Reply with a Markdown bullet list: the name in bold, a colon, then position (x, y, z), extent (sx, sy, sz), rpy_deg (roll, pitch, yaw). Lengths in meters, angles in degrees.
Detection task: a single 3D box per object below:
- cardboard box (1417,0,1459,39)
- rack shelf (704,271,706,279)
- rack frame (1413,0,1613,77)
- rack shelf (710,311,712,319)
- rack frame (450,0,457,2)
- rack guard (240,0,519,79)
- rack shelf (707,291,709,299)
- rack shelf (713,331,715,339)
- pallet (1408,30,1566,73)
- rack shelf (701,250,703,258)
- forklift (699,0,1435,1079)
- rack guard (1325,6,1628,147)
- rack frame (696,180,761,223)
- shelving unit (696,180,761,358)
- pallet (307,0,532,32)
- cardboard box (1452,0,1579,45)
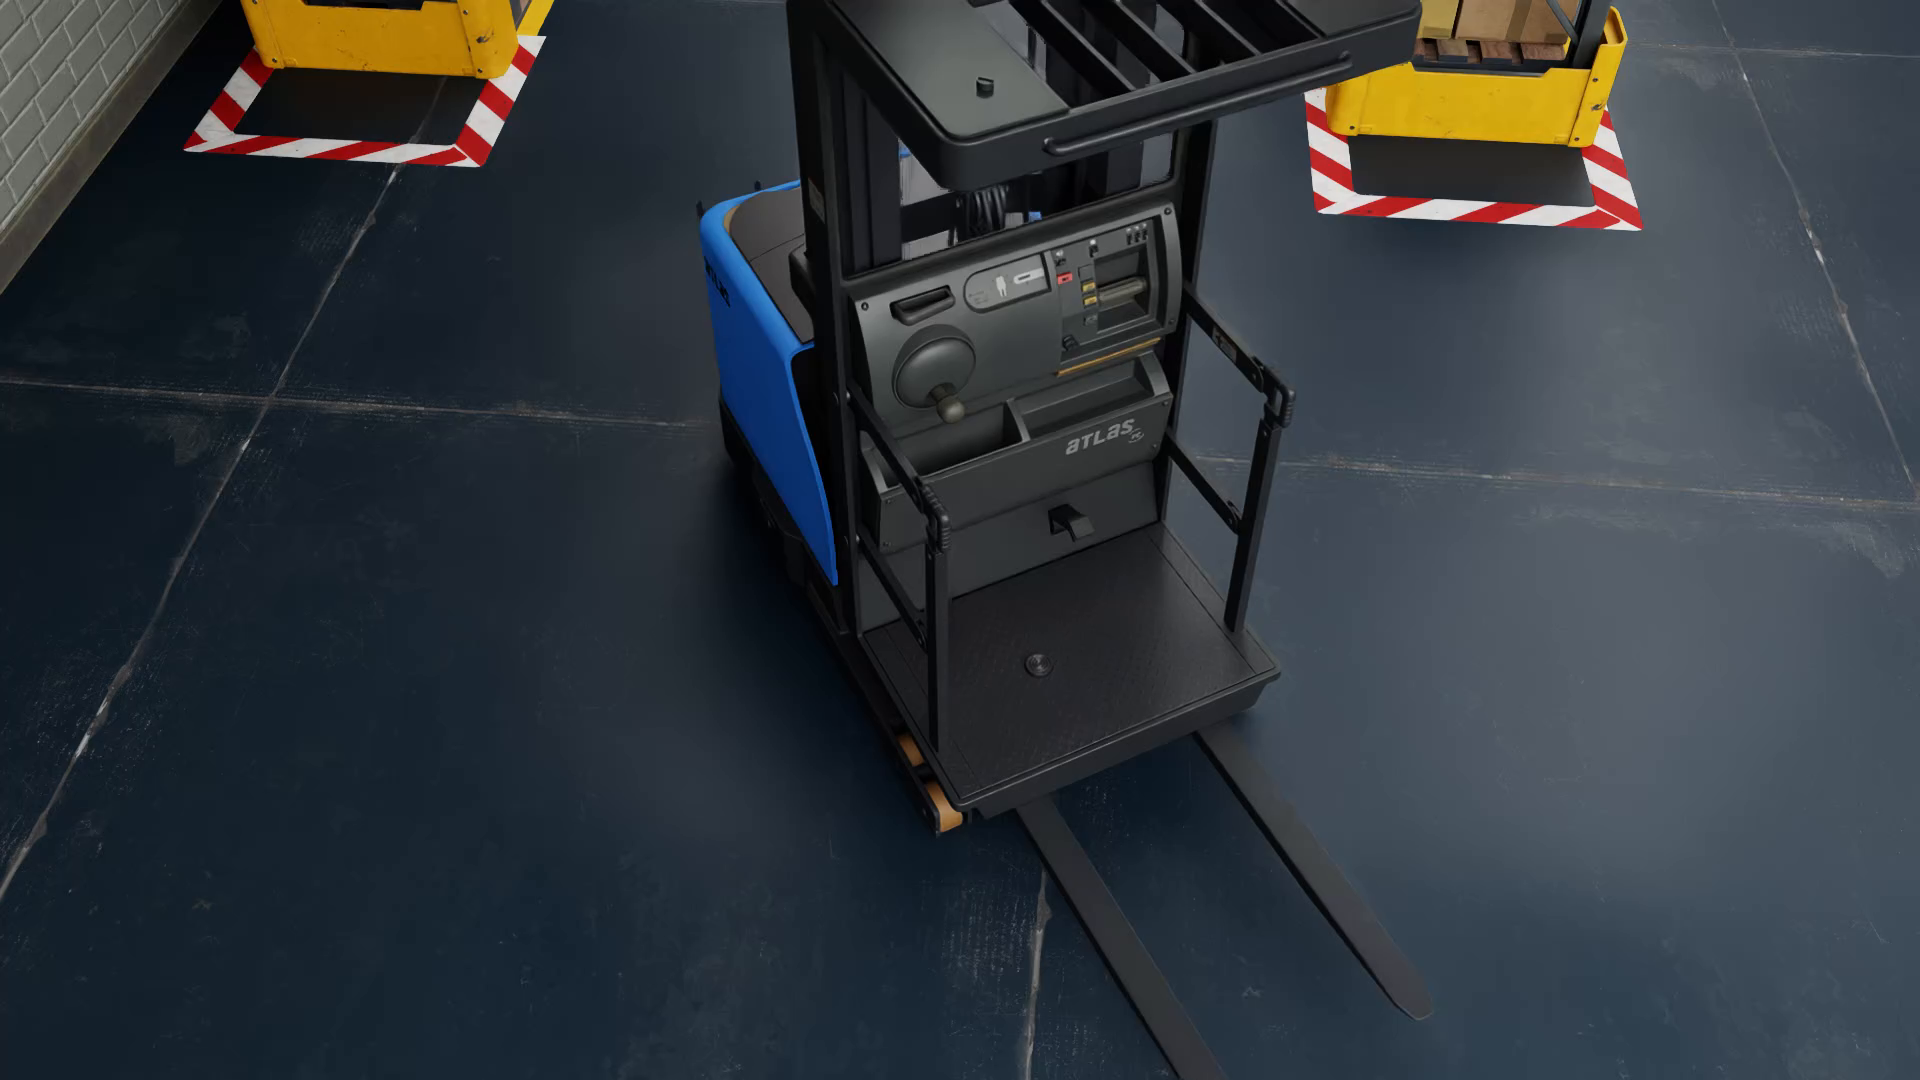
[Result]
- **cardboard box**: position (1.995, -2.551, 7.629), extent (0.500, 0.250, 0.500), rpy_deg (4, 48, 4)
- **rack shelf**: position (-0.726, -0.904, 5.767), extent (0.258, 0.077, 0.200), rpy_deg (-25, 52, -21)
- **rack frame**: position (2.241, -2.924, 6.391), extent (1.000, 3.000, 0.127), rpy_deg (4, 48, 4)
- **rack shelf**: position (-0.725, -0.782, 5.899), extent (0.258, 0.077, 0.200), rpy_deg (-25, 52, -21)
- **rack frame**: position (-2.693, -3.254, 6.693), extent (1.000, 3.000, 0.127), rpy_deg (4, 48, 4)
- **rack guard**: position (-2.686, -2.466, 7.667), extent (1.175, 0.500, 0.348), rpy_deg (4, 48, 4)
- **rack shelf**: position (-0.725, -0.843, 5.833), extent (0.258, 0.077, 0.200), rpy_deg (-25, 52, -21)
- **rack shelf**: position (-0.724, -0.721, 5.965), extent (0.258, 0.077, 0.200), rpy_deg (-25, 52, -21)
- **pallet**: position (2.269, -2.547, 7.937), extent (1.003, 0.211, 1.213), rpy_deg (4, 48, 4)
- **rack shelf**: position (-0.726, -0.966, 5.701), extent (0.258, 0.077, 0.200), rpy_deg (-25, 52, -21)
- **forklift**: position (0.264, -0.502, 4.223), extent (1.130, 2.935, 3.031), rpy_deg (-20, 51, -17)
- **rack guard**: position (2.239, -2.062, 7.297), extent (1.175, 0.500, 0.348), rpy_deg (4, 48, 4)
- **rack frame**: position (-0.779, -0.867, 5.933), extent (0.240, 0.900, 0.006), rpy_deg (-25, 52, -21)
- **shelving unit**: position (-0.725, -0.805, 5.875), extent (0.258, 0.900, 0.210), rpy_deg (-25, 52, -21)
- **pallet**: position (-2.576, -2.963, 8.317), extent (1.003, 0.211, 1.213), rpy_deg (4, 48, 4)
- **cardboard box**: position (2.511, -2.516, 7.598), extent (0.500, 0.250, 0.500), rpy_deg (4, 48, 4)
